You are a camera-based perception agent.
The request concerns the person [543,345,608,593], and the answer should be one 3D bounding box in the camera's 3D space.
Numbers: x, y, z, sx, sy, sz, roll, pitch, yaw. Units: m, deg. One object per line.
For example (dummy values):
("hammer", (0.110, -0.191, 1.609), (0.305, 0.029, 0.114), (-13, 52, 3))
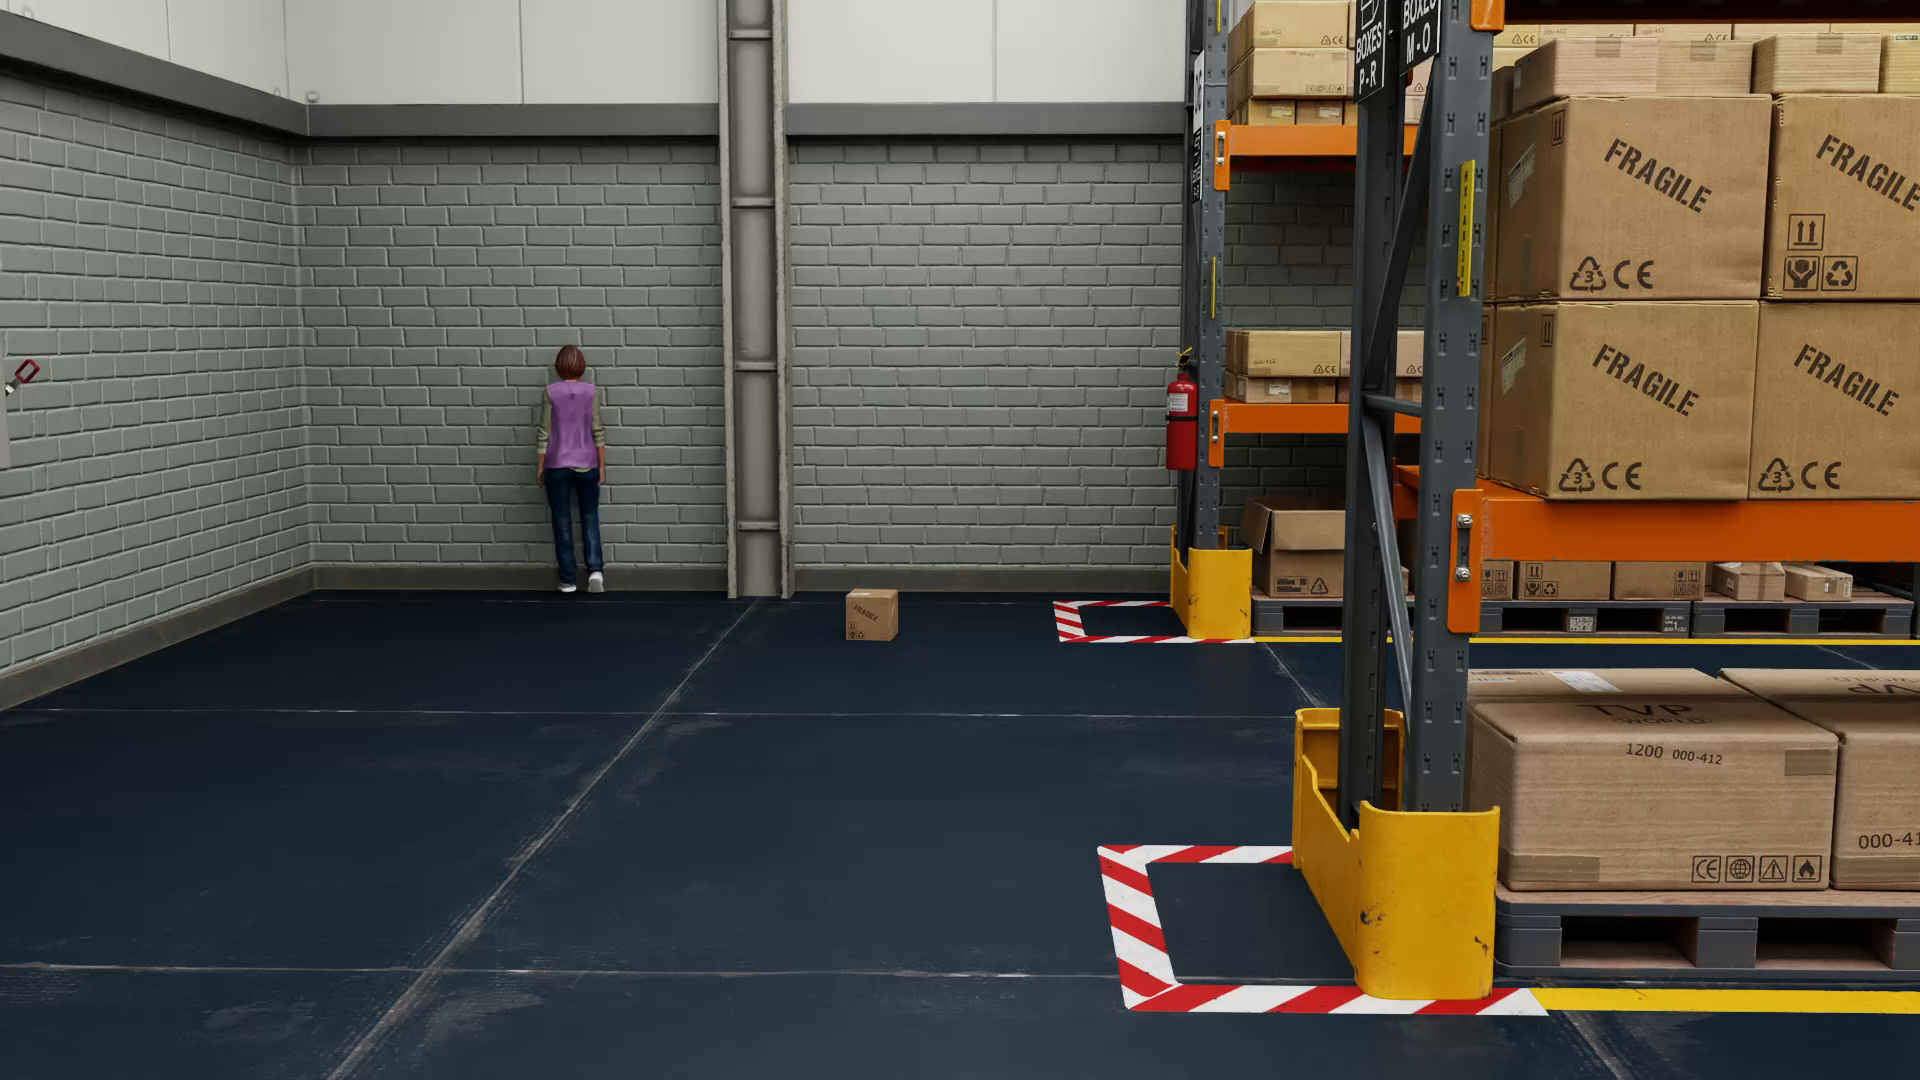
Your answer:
("person", (-2.489, -0.444, 10.758), (0.415, 1.614, 0.348), (-3, 8, -21))
